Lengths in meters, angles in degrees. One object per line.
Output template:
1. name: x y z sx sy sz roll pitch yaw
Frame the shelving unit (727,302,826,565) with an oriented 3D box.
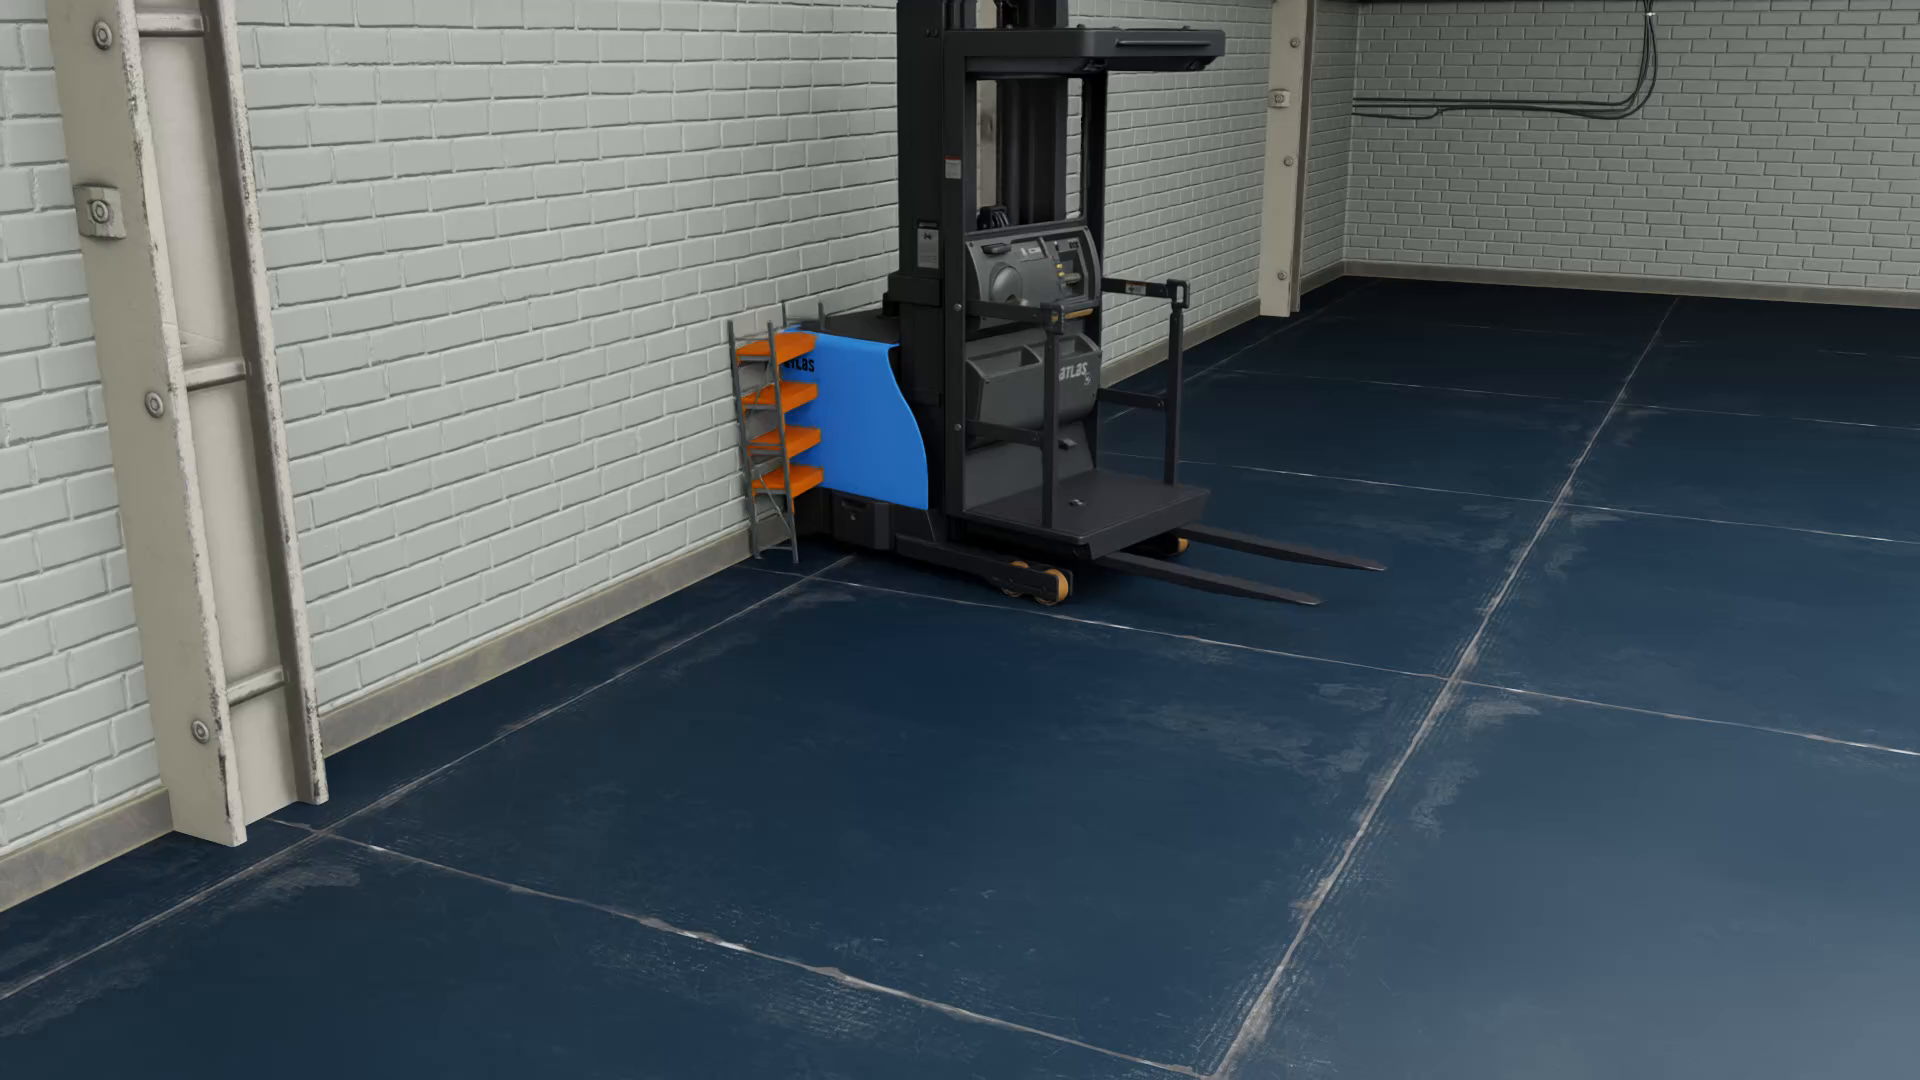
1. shelving unit: -0.842 -0.530 8.202 0.258 1.200 0.503 4 20 25

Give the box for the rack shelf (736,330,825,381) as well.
1. rack shelf: -0.872 -0.903 8.082 0.258 0.148 0.480 4 20 25

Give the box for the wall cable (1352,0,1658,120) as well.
1. wall cable: 5.517 -5.563 16.902 3.097 2.526 0.112 8 18 25

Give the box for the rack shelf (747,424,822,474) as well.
1. rack shelf: -0.837 -0.466 8.222 0.258 0.148 0.480 4 20 25

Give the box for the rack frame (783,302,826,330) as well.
1. rack frame: -0.741 -0.605 8.411 0.240 1.200 0.015 4 20 25

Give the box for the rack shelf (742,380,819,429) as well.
1. rack shelf: -0.854 -0.678 8.154 0.258 0.148 0.480 4 20 25

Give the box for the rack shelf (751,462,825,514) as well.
1. rack shelf: -0.823 -0.277 8.283 0.258 0.148 0.480 4 20 25

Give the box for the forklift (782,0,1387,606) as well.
1. forklift: 0.515 -1.276 7.671 3.031 2.935 1.130 13 21 38

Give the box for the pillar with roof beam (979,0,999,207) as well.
1. pillar with roof beam: 4.188 -4.393 7.511 9.100 9.000 0.400 8 18 25

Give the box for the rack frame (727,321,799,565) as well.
1. rack frame: -0.943 -0.455 7.993 0.240 1.200 0.015 4 20 25

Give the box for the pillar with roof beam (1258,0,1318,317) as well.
1. pillar with roof beam: 6.869 -5.922 12.656 9.100 9.000 0.400 8 18 25

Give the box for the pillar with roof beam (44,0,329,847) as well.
1. pillar with roof beam: 1.507 -2.865 2.365 9.100 9.000 0.400 8 18 25
